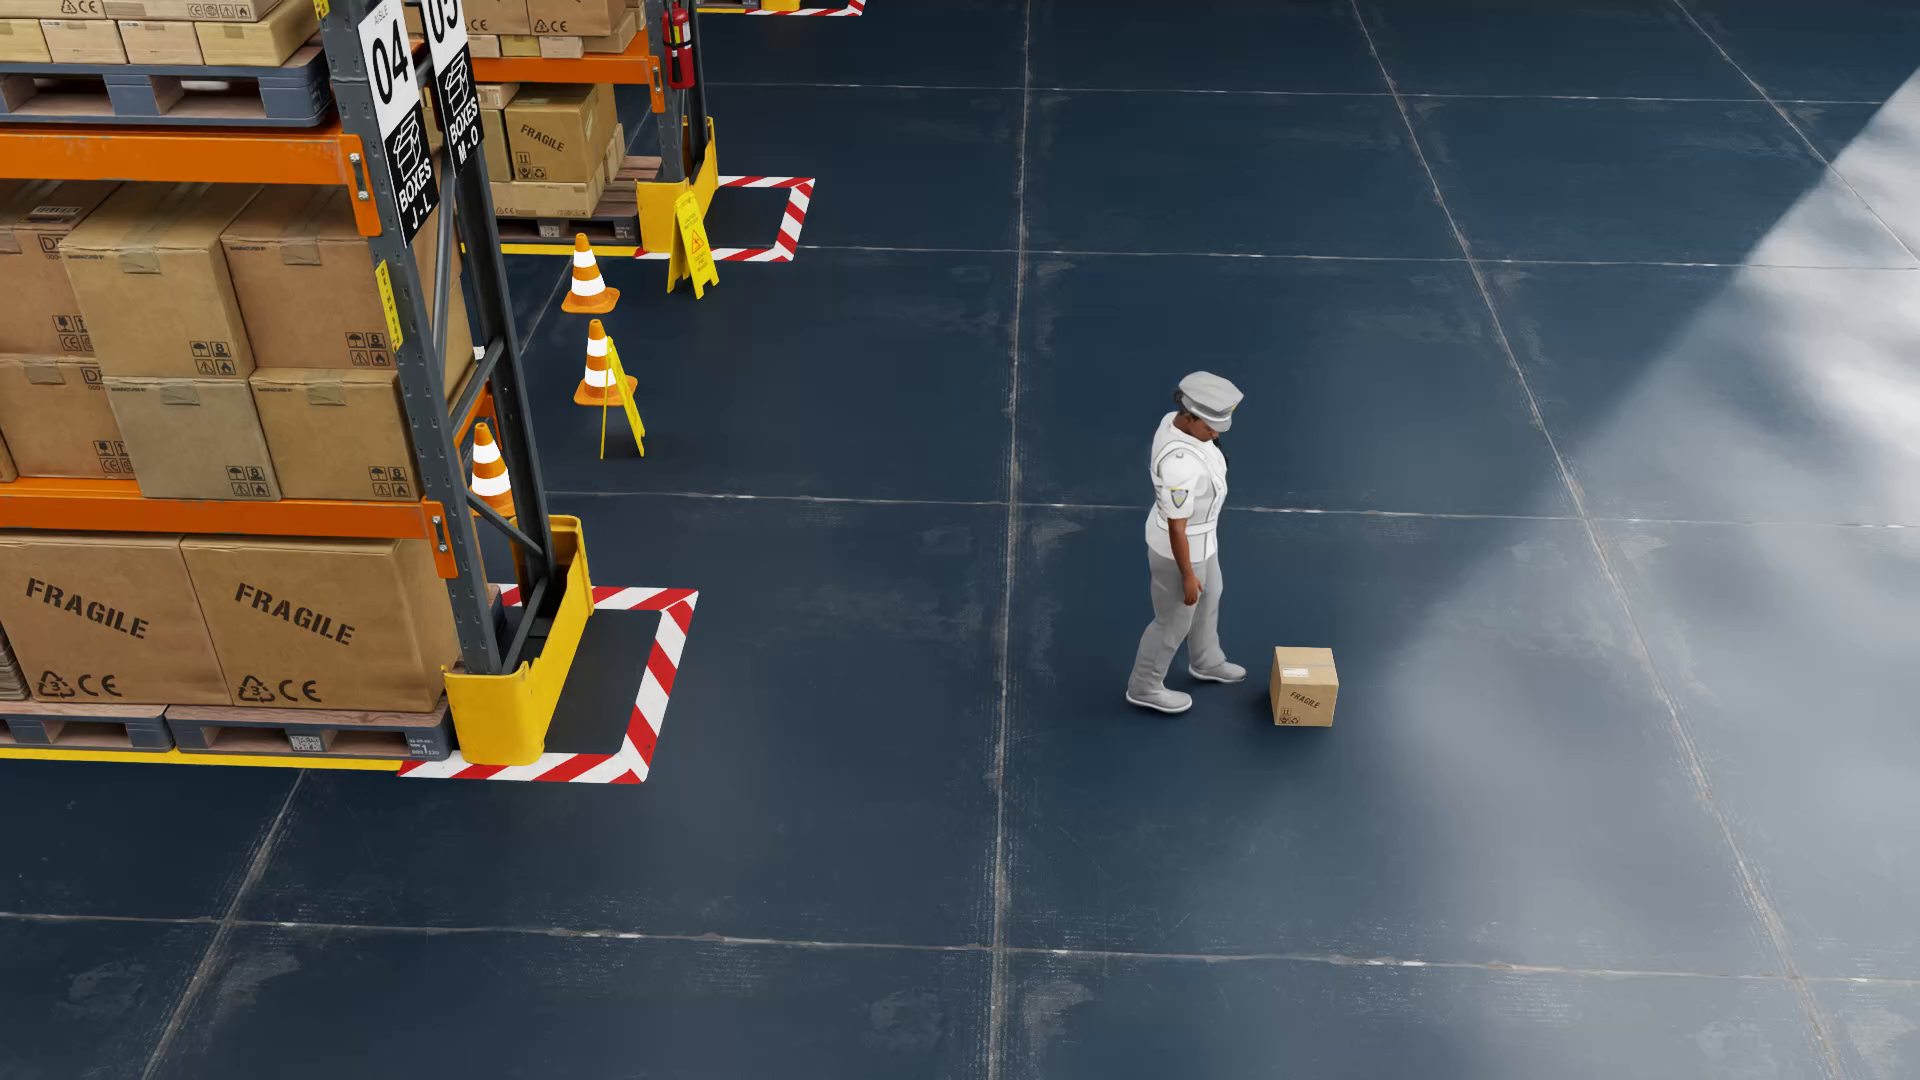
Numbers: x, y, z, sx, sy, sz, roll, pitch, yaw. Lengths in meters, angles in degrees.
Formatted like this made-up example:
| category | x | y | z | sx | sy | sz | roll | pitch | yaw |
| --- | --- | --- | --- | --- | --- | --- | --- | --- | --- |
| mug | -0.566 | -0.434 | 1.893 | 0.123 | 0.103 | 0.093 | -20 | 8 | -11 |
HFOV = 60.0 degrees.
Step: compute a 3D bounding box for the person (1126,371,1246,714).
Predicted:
| category | x | y | z | sx | sy | sz | roll | pitch | yaw |
| --- | --- | --- | --- | --- | --- | --- | --- | --- | --- |
| person | 1.025 | 0.051 | 7.046 | 0.544 | 1.690 | 0.501 | 4 | 36 | 6 |
